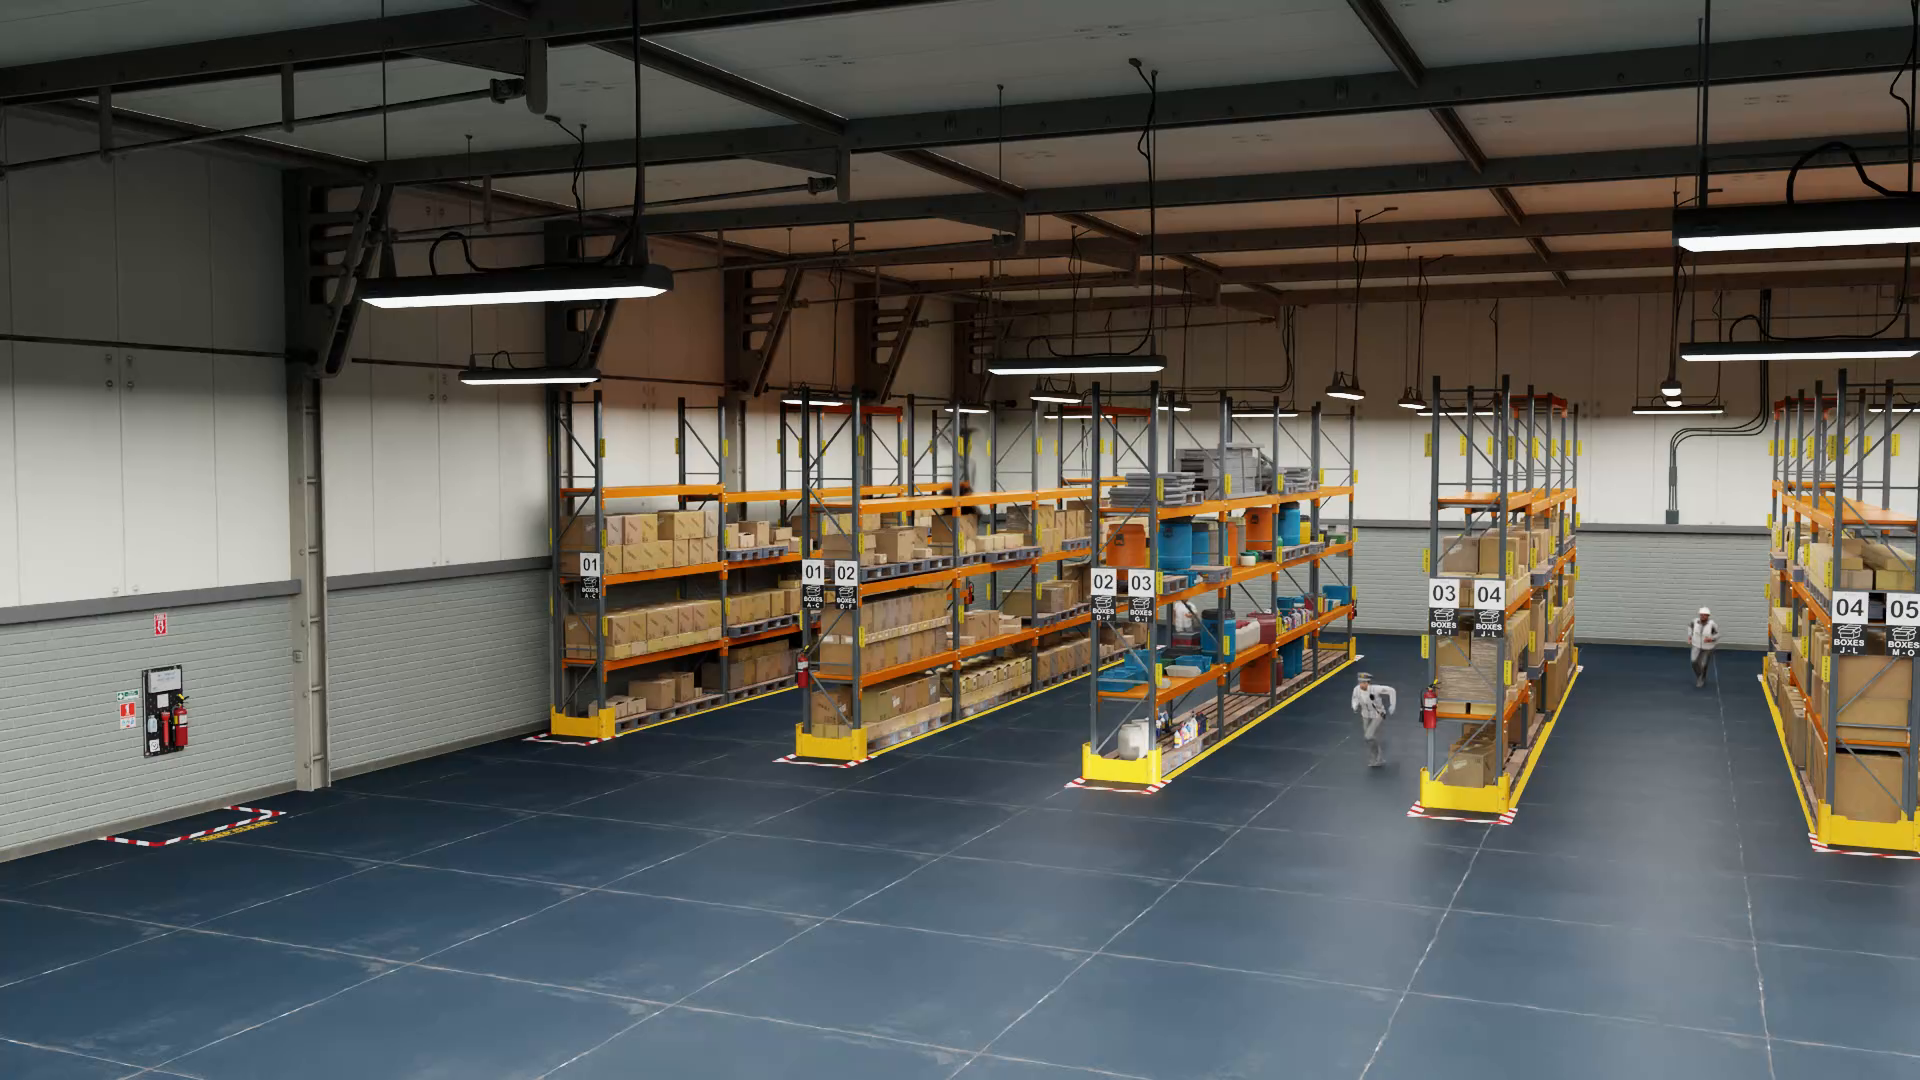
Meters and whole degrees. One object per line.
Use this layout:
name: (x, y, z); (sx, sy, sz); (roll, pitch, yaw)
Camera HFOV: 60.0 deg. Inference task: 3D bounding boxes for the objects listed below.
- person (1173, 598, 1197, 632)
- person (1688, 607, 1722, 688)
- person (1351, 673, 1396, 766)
person: (5.194, 2.024, 38.539); (0.603, 1.659, 0.940); (1, 3, 10)
person: (15.658, 2.252, 34.963); (0.689, 1.742, 0.852); (2, 4, 34)
person: (6.450, 2.803, 25.928); (0.650, 1.508, 0.868); (3, 4, 41)
